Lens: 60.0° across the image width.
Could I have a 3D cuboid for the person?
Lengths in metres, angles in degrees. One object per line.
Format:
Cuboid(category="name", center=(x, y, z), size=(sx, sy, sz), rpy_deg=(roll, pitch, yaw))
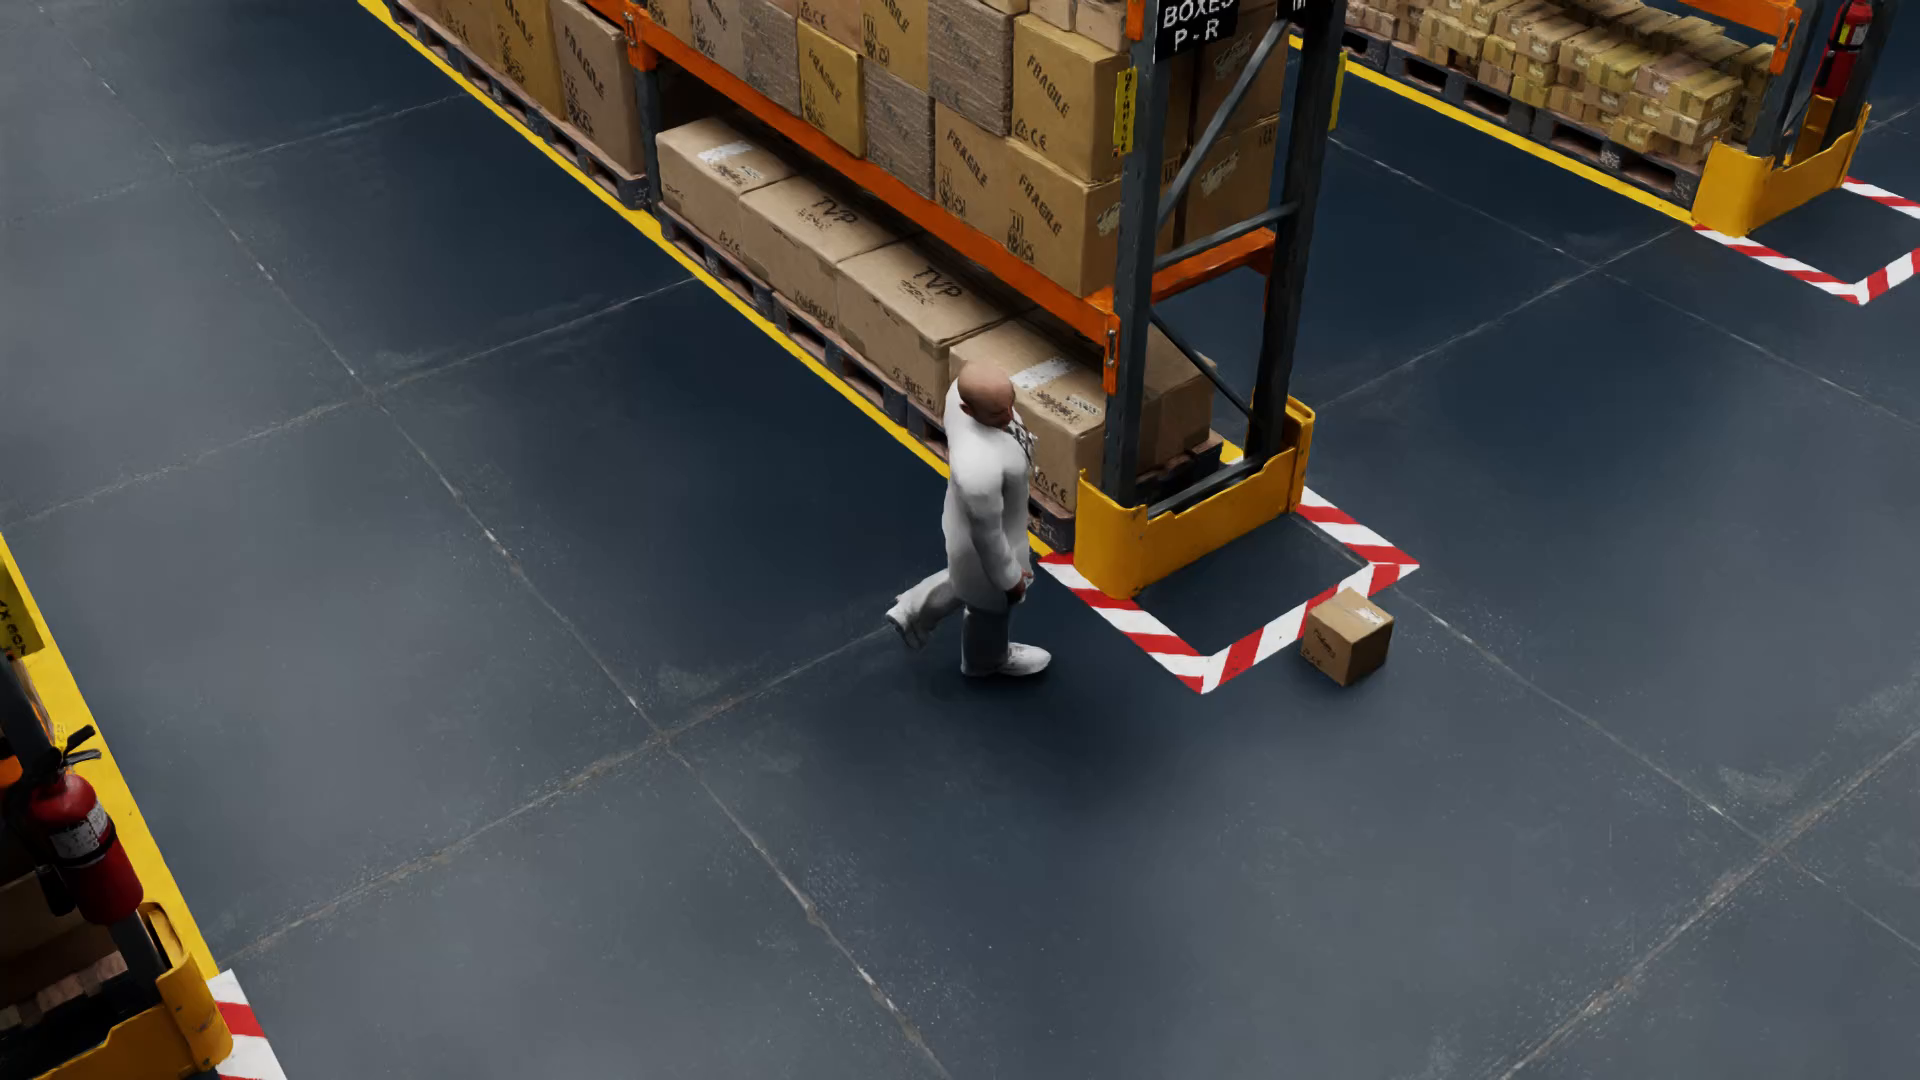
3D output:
Cuboid(category="person", center=(0.062, -0.016, 6.223), size=(0.678, 1.711, 0.690), rpy_deg=(-7, 40, -8))
